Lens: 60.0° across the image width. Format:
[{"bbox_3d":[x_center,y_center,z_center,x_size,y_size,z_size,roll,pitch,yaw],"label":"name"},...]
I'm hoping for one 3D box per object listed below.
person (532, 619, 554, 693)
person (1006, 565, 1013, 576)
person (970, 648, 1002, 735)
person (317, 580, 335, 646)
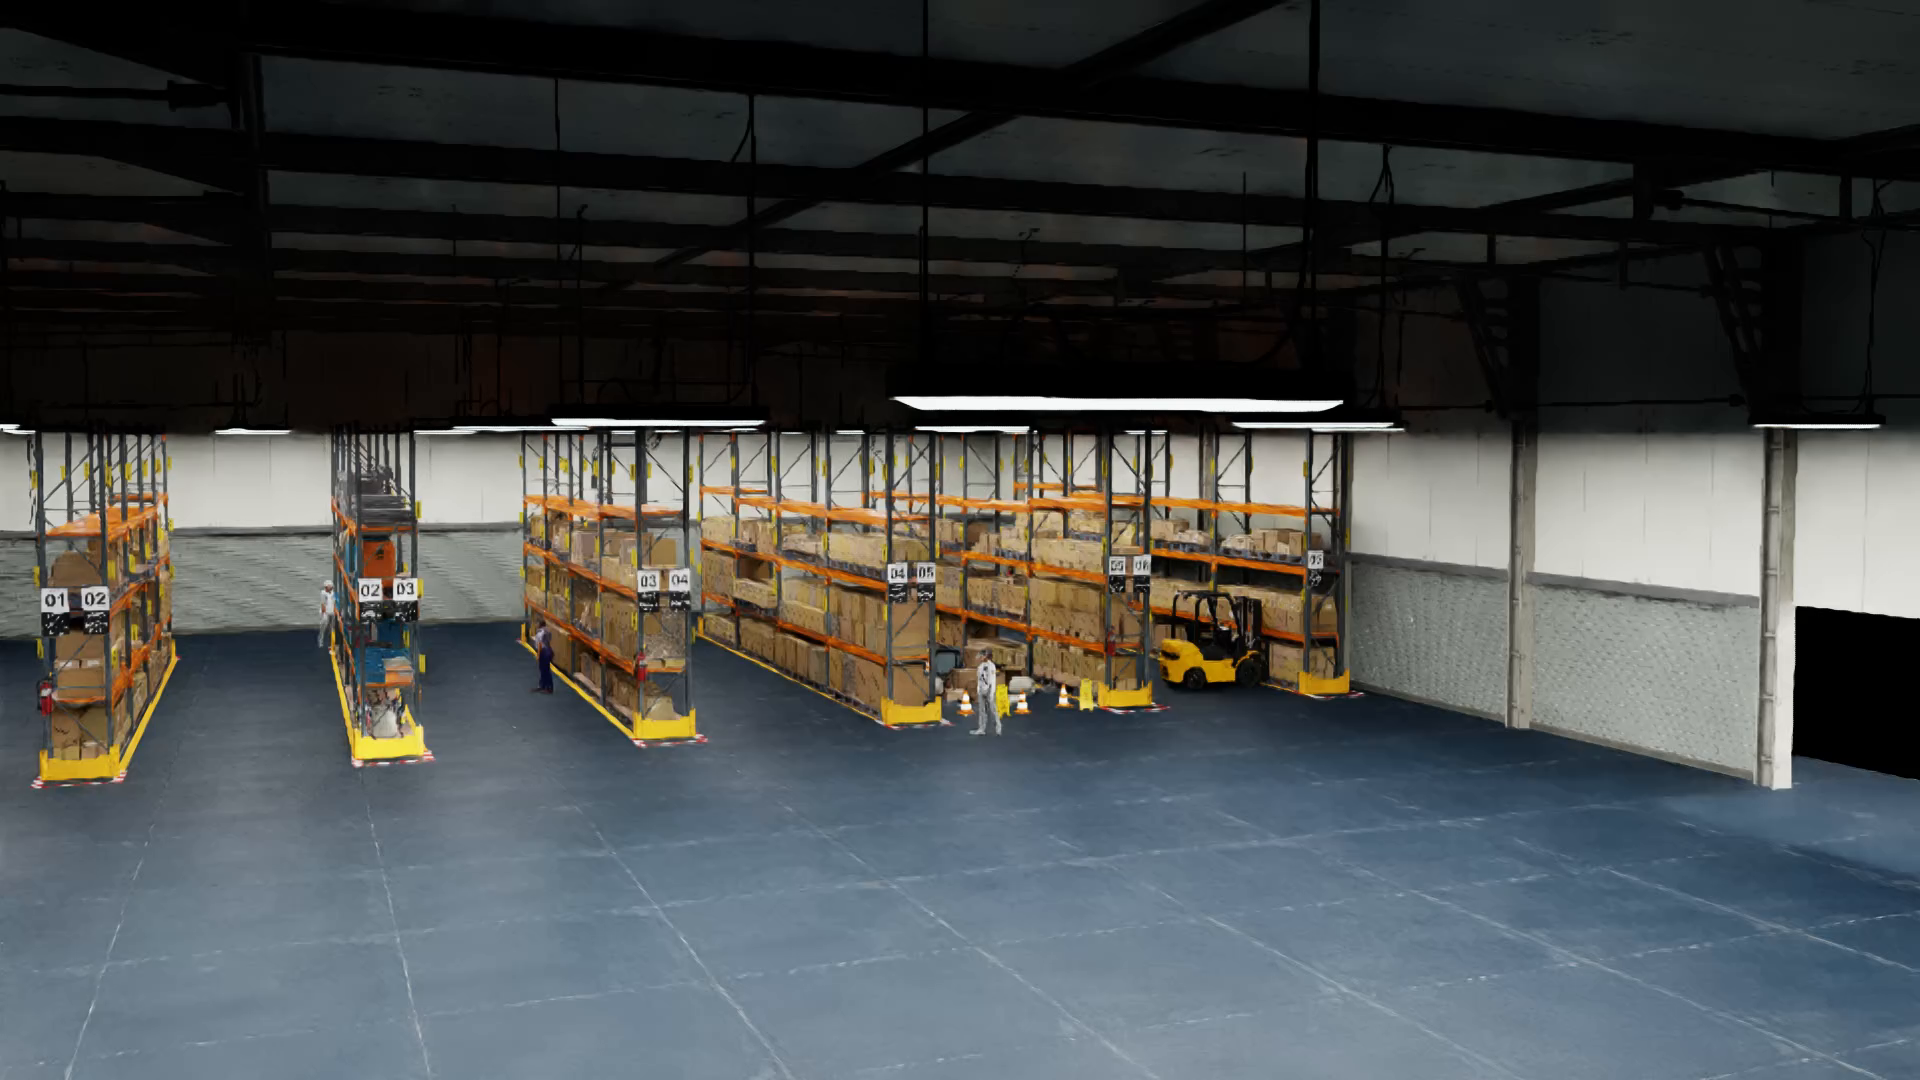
[{"bbox_3d":[-9.325,2.577,37.121,0.553,1.628,0.606,0,4,3],"label":"person"},{"bbox_3d":[1.734,1.563,53.005,0.653,1.716,0.559,3,5,41],"label":"person"},{"bbox_3d":[0.526,2.898,31.825,0.504,1.669,0.577,-2,4,-34],"label":"person"},{"bbox_3d":[-17.216,1.983,45.400,0.542,1.778,0.723,1,4,12],"label":"person"}]
